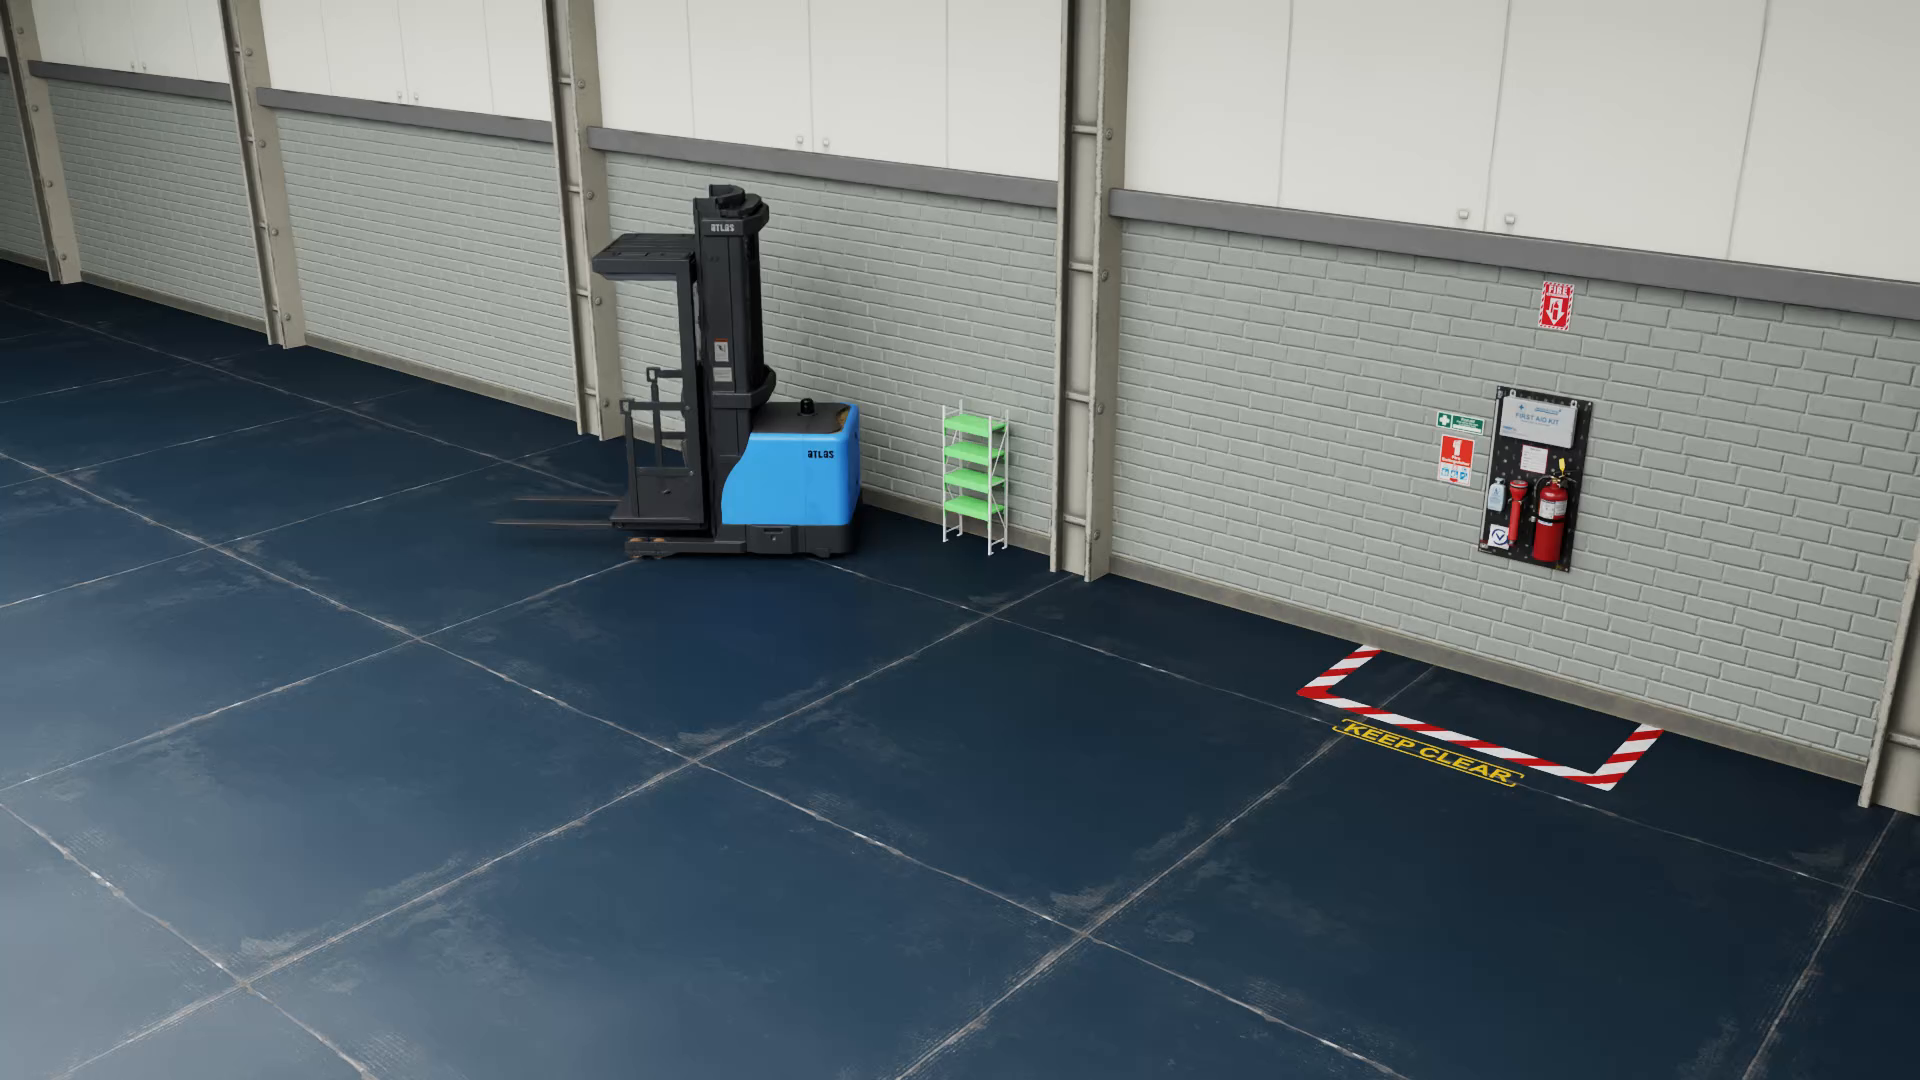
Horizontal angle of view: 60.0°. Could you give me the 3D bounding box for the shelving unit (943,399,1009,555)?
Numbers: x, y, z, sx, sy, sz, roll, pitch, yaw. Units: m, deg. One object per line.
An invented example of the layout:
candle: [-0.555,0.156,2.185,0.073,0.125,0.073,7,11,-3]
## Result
shelving unit: [0.128,-0.524,13.859,0.503,1.200,0.258,16,26,36]

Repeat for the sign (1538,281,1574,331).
sign: [3.792,-1.489,10.580,0.199,0.298,0.001,16,26,36]

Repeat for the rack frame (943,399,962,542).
rack frame: [-0.061,-0.579,14.003,0.015,1.200,0.240,16,26,36]

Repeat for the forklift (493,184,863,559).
forklift: [-2.382,-1.400,13.727,3.031,2.935,1.130,1,21,2]

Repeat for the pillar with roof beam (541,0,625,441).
pillar with roof beam: [-6.393,-4.121,12.343,0.400,9.000,9.100,16,26,36]

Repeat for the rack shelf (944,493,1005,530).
rack shelf: [0.128,-0.240,13.966,0.480,0.148,0.258,16,26,36]

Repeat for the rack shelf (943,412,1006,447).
rack shelf: [0.128,-0.914,13.712,0.480,0.148,0.258,16,26,36]

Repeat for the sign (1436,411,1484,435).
sign: [3.370,-0.788,11.205,0.331,0.109,0.001,16,26,36]

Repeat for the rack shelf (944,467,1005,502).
rack shelf: [0.128,-0.465,13.881,0.480,0.148,0.258,16,26,36]

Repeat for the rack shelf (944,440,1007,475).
rack shelf: [0.128,-0.689,13.796,0.480,0.148,0.258,16,26,36]

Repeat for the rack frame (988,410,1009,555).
rack frame: [0.317,-0.470,13.714,0.015,1.200,0.240,16,26,36]

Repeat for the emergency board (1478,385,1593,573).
emergency board: [3.735,-0.375,10.912,0.643,1.169,0.194,16,26,36]

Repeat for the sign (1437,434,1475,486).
sign: [3.372,-0.544,11.308,0.234,0.329,0.001,16,26,36]

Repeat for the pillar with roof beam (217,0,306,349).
pillar with roof beam: [-11.042,-5.460,15.893,0.400,9.000,9.100,16,26,36]

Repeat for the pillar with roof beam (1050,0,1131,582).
pillar with roof beam: [-1.745,-2.782,8.793,0.400,9.000,9.100,16,26,36]

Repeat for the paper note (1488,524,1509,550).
paper note: [3.642,-0.021,11.222,0.142,0.148,0.016,16,26,36]

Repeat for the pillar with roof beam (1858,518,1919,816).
pillar with roof beam: [2.903,-1.444,5.243,0.400,9.000,9.100,16,26,36]

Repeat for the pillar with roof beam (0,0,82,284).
pillar with roof beam: [-15.690,-6.798,19.442,0.400,9.000,9.100,16,26,36]
